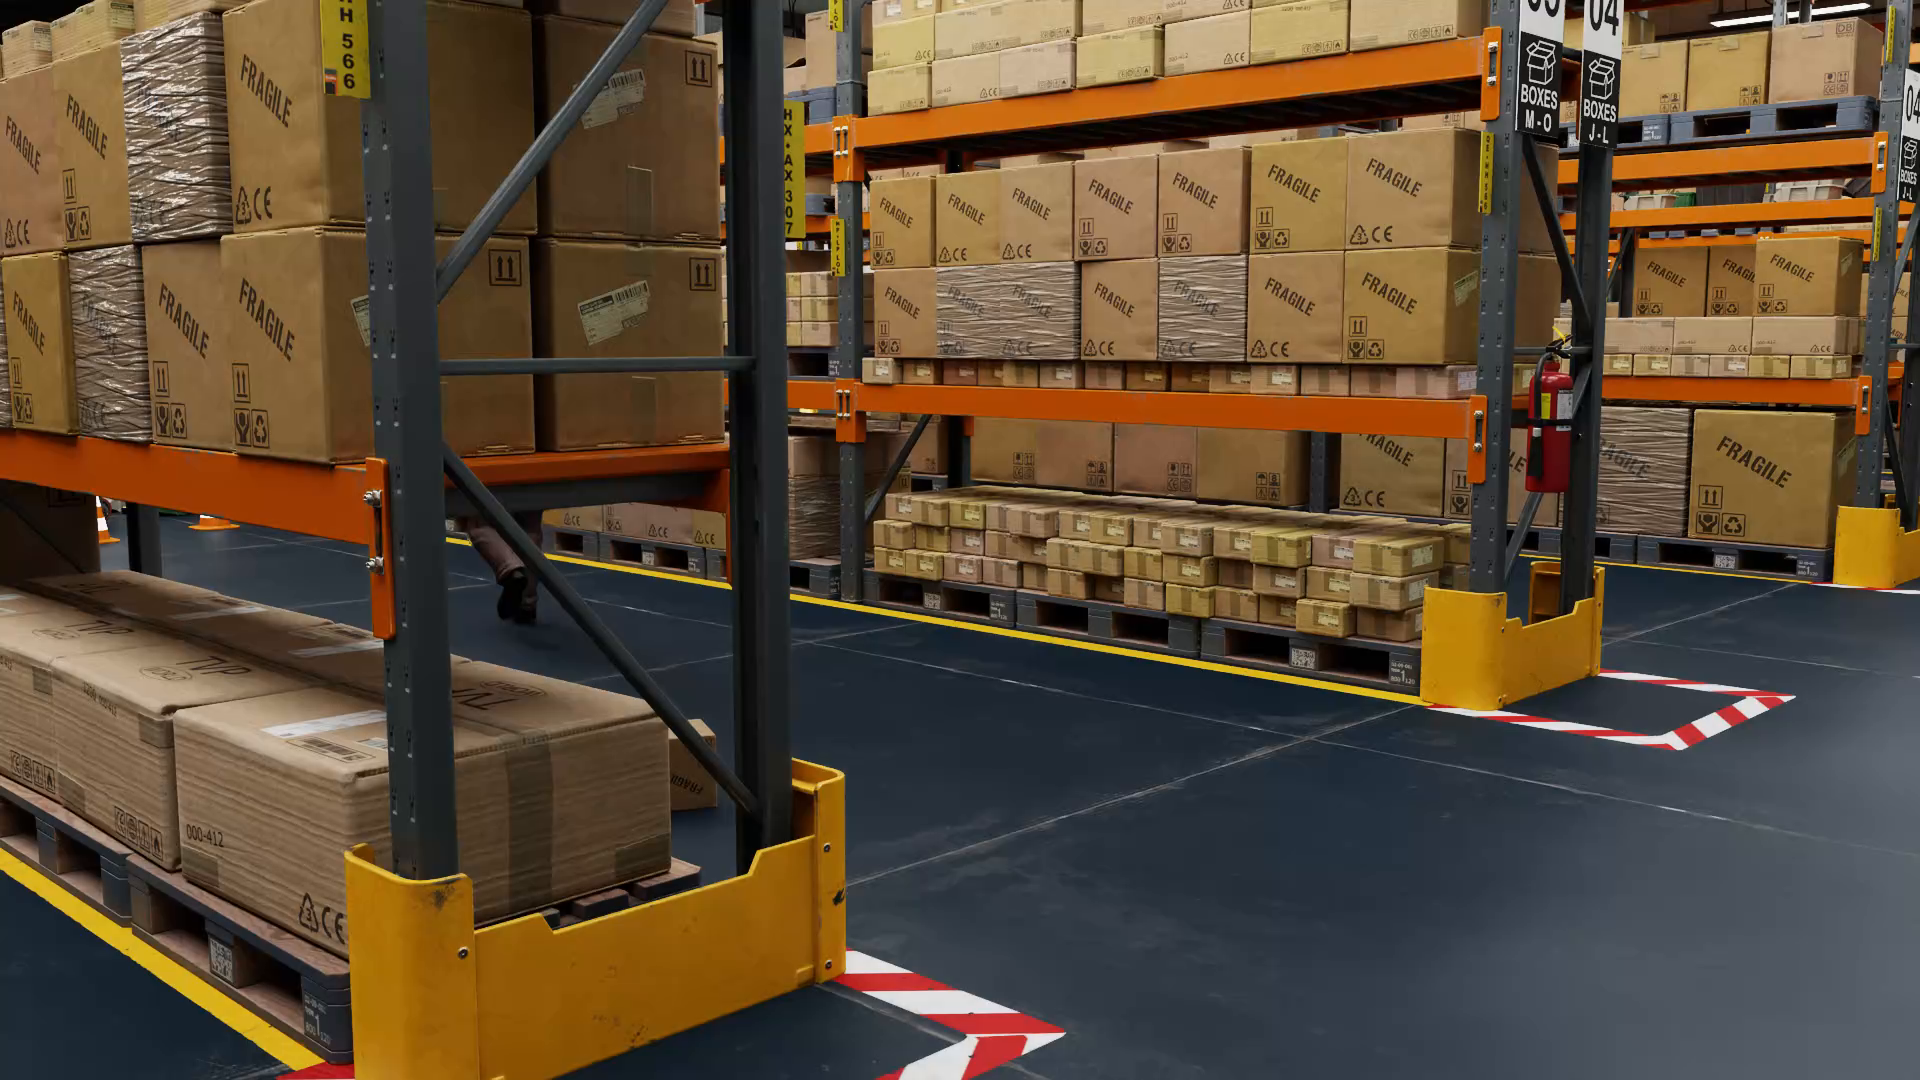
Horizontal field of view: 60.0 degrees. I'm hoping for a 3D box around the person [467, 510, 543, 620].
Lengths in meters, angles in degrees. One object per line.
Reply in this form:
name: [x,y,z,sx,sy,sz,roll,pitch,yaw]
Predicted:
person: [-2.398,-0.407,8.983,0.543,1.709,0.597,-5,8,-35]
